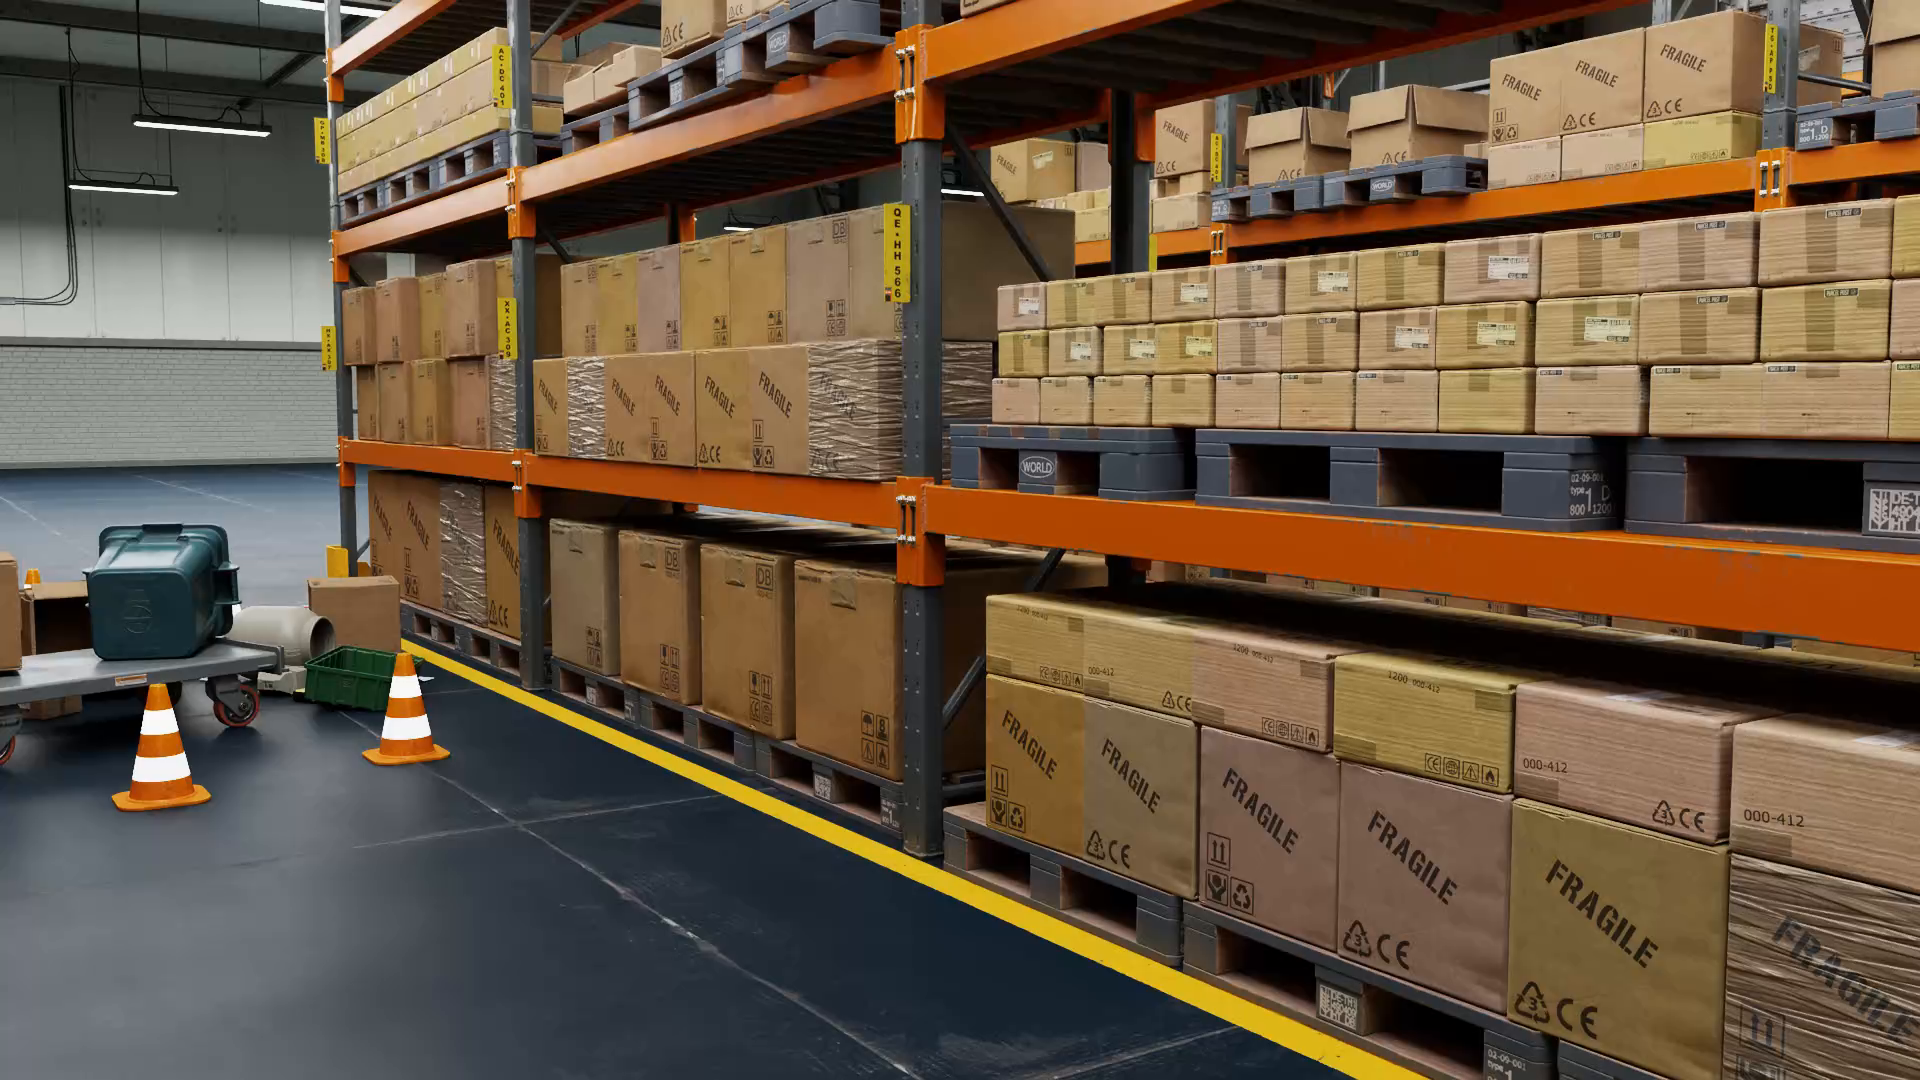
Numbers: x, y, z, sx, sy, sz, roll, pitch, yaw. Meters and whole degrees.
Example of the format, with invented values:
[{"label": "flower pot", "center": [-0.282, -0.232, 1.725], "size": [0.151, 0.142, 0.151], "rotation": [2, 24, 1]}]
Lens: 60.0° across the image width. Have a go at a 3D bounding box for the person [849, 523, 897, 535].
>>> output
[{"label": "person", "center": [-0.460, -0.078, 9.967], "size": [0.463, 1.667, 0.565], "rotation": [4, 6, 42]}]
